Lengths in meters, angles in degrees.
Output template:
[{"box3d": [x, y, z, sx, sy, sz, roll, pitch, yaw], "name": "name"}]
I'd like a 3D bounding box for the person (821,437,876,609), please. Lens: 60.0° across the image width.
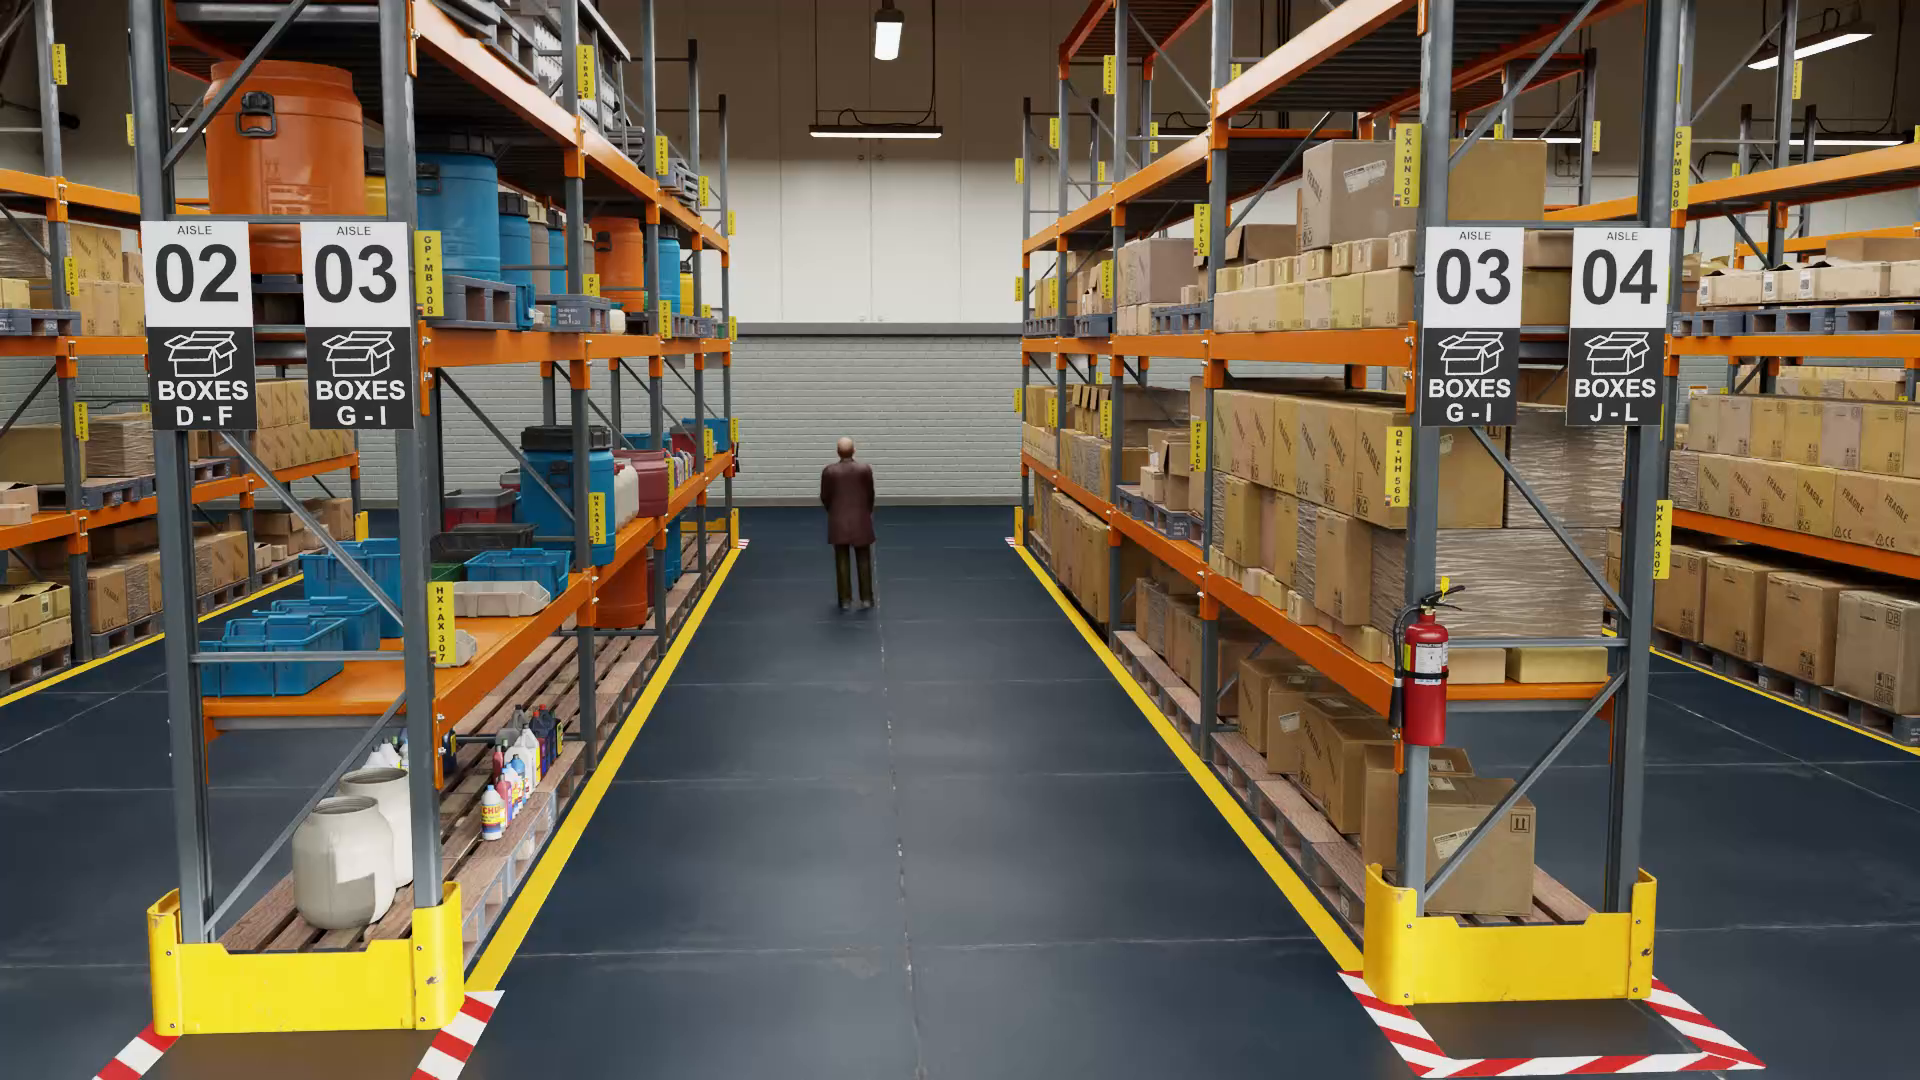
[{"box3d": [-1.162, -0.190, 17.345, 0.571, 1.779, 0.537, 0, 7, -2], "name": "person"}]
